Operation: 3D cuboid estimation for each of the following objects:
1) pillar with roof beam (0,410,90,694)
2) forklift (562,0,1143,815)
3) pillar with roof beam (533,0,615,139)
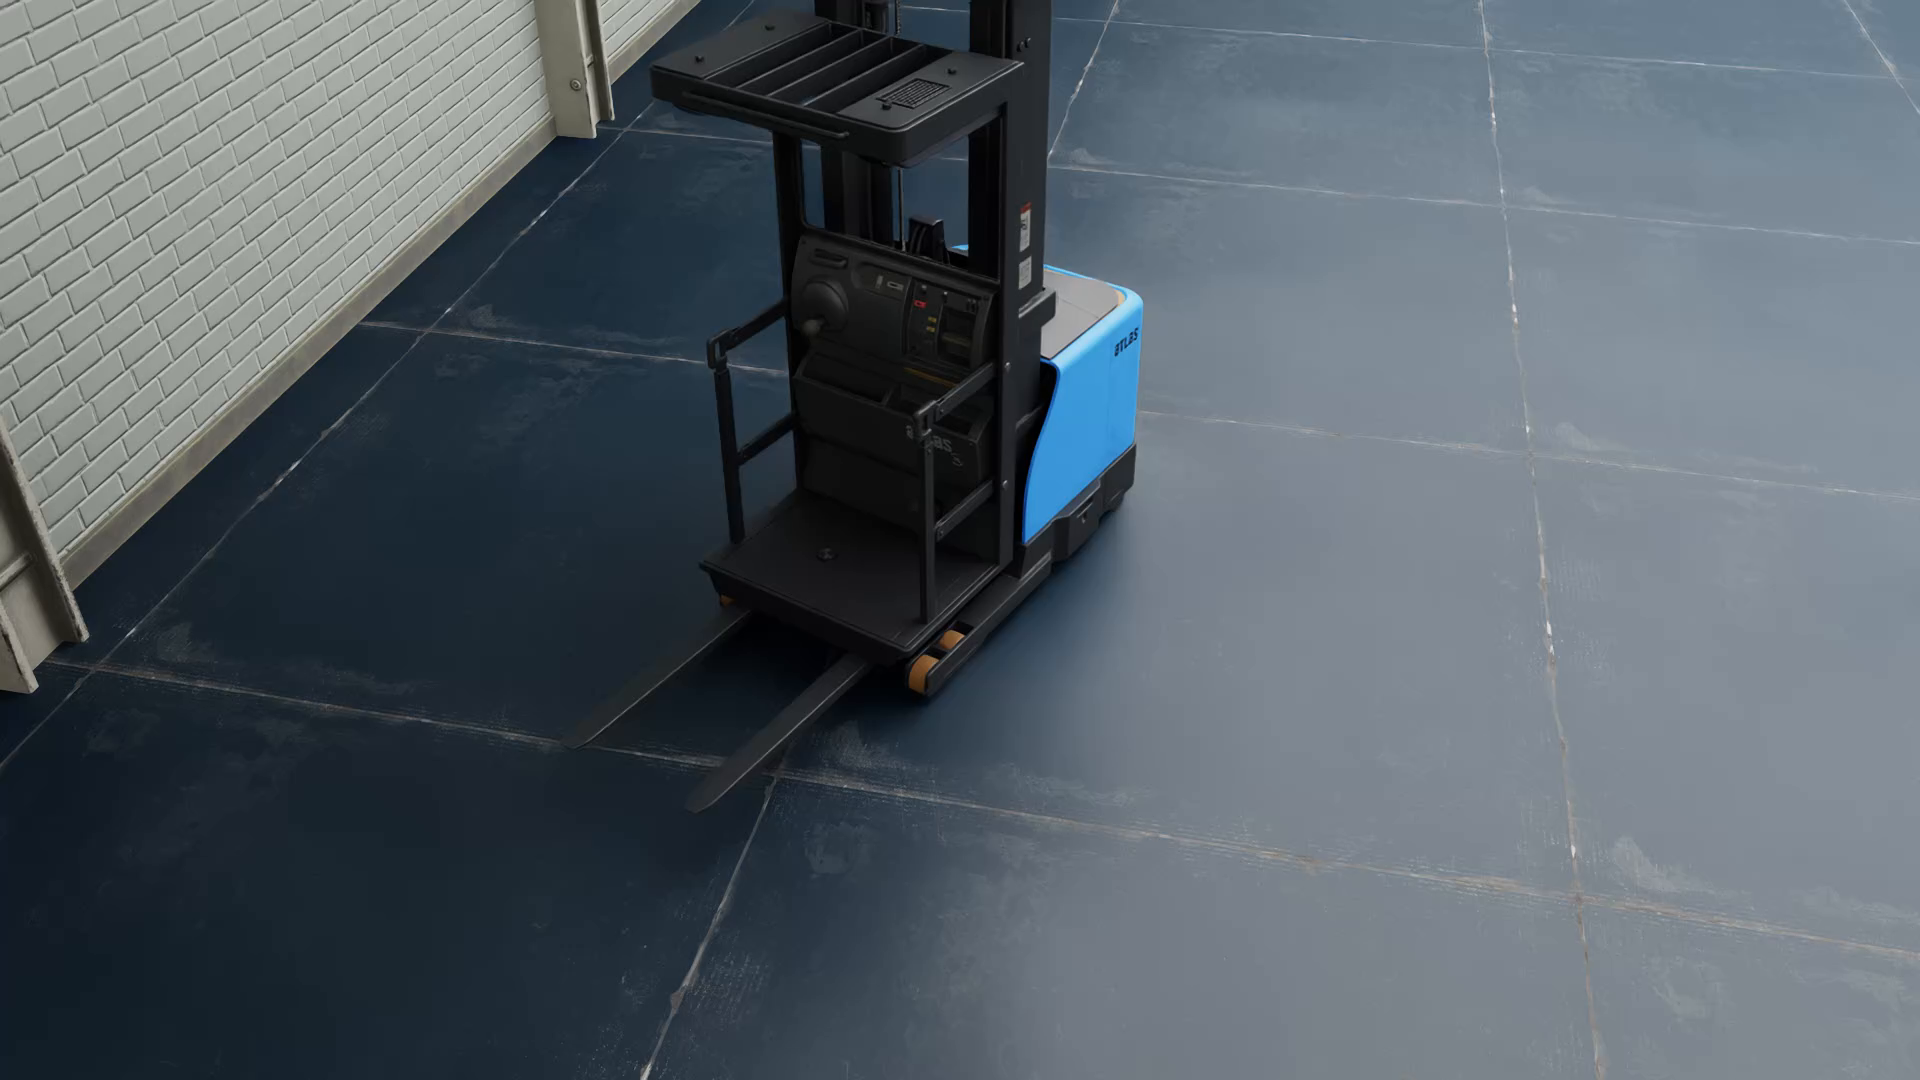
[{"bbox_3d":[0.256,-2.601,3.670,9.100,9.000,0.400,7,37,10],"label":"pillar with roof beam"},{"bbox_3d":[-0.396,-0.864,6.445,1.130,2.935,3.031,21,41,27],"label":"forklift"},{"bbox_3d":[1.538,-6.040,8.416,9.100,9.000,0.400,7,37,10],"label":"pillar with roof beam"}]
